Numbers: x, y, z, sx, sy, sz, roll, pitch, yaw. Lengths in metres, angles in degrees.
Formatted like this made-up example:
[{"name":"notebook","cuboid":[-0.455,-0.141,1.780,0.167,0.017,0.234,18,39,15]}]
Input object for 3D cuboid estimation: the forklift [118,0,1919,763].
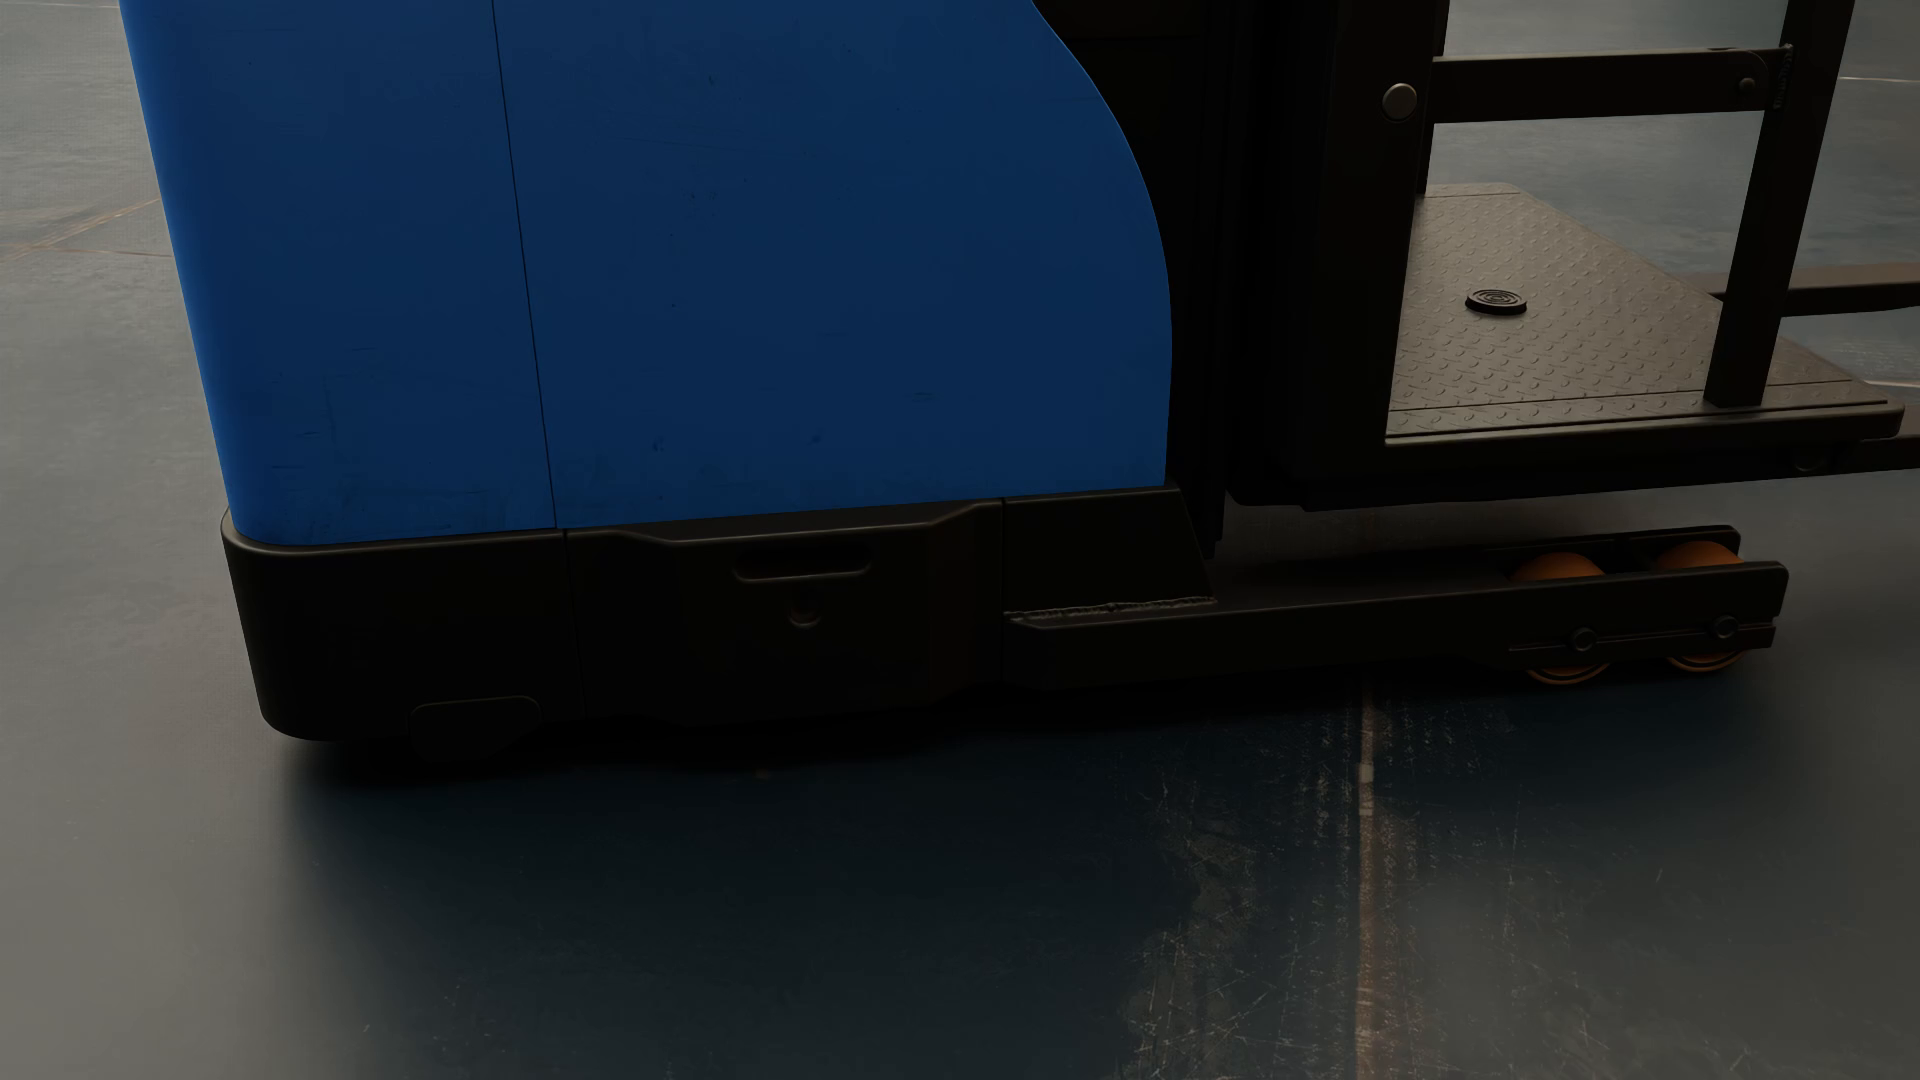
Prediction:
[{"name":"forklift","cuboid":[0.600,-1.354,1.930,3.031,2.935,1.130,-4,27,-9]}]
